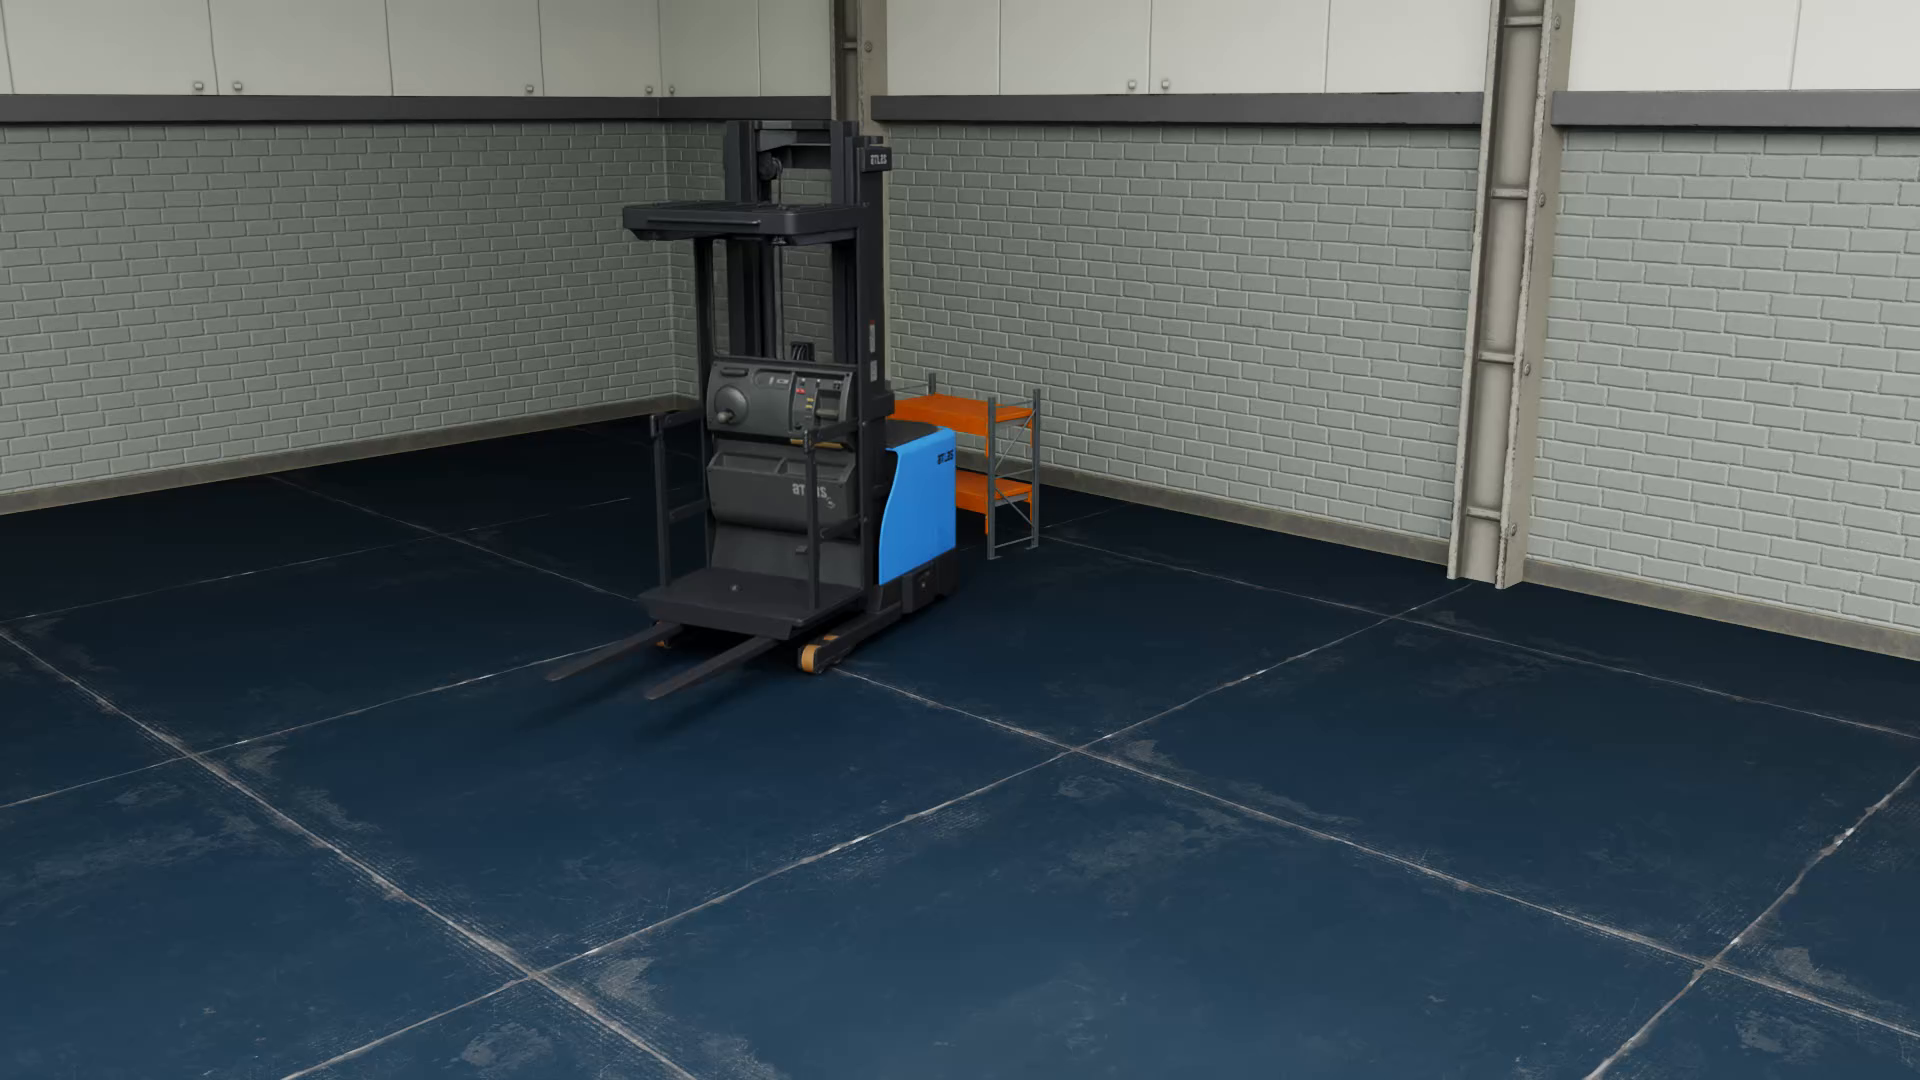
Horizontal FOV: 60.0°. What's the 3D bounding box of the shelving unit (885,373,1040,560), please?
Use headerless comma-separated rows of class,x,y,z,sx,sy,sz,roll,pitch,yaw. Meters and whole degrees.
shelving unit,0.005,-0.543,11.786,1.048,1.125,0.538,14,20,42

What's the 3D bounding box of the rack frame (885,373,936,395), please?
rack frame,-0.361,-0.632,12.127,0.032,1.125,0.500,14,20,42

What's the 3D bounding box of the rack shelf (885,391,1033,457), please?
rack shelf,0.005,-0.826,11.712,1.000,0.278,0.538,14,20,42

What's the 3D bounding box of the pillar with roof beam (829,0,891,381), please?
pillar with roof beam,-3.848,-4.368,10.848,0.400,9.000,9.100,14,20,42

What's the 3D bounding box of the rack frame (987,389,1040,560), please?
rack frame,0.371,-0.454,11.444,0.032,1.125,0.500,14,20,42

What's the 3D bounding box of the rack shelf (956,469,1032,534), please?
rack shelf,0.005,-0.307,11.847,1.000,0.278,0.538,14,20,42

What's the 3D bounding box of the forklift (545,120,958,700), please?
forklift,-1.118,-0.809,9.223,1.130,2.935,3.031,7,16,26

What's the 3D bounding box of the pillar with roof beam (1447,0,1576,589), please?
pillar with roof beam,0.471,-3.318,6.818,0.400,9.000,9.100,14,20,42
